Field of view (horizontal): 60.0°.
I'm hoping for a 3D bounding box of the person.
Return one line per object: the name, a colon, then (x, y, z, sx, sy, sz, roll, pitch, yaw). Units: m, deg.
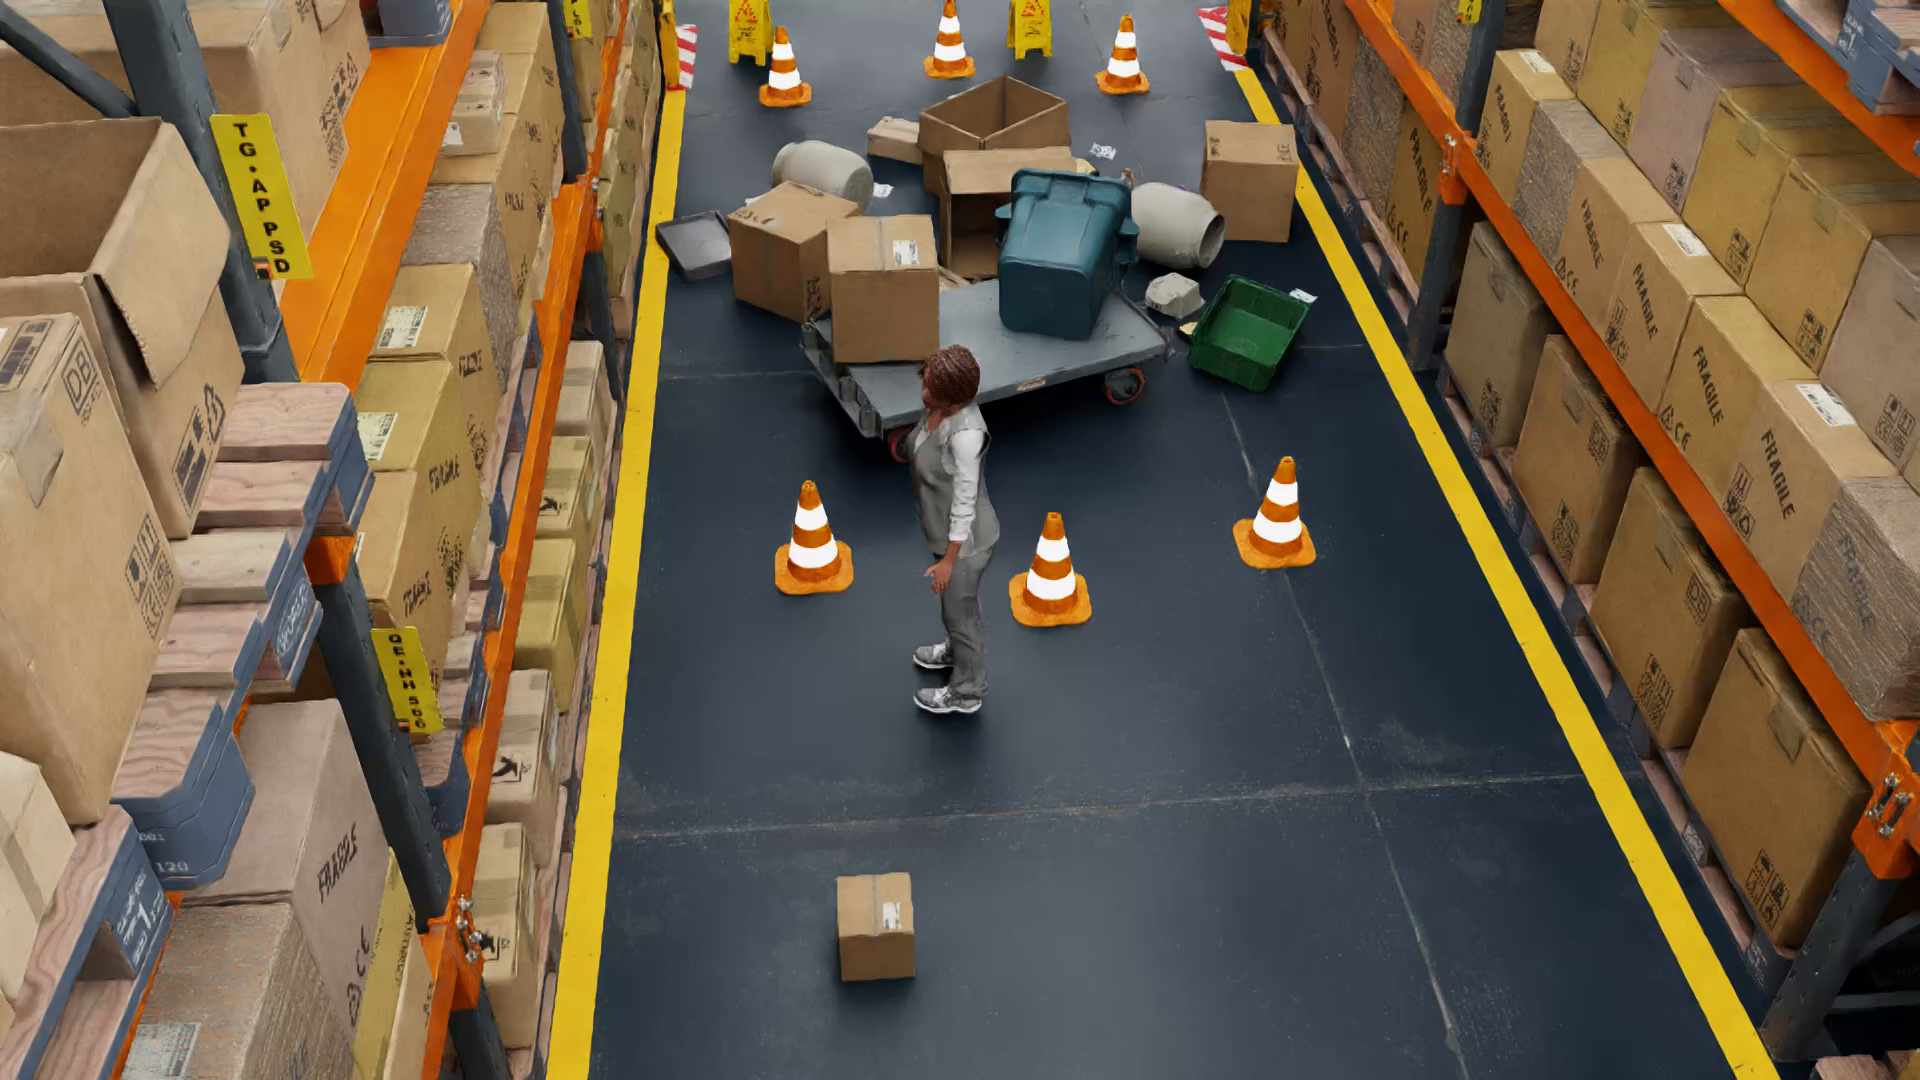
person: (-0.030, -0.023, 6.152, 0.337, 1.605, 0.467, -8, 40, -10)
